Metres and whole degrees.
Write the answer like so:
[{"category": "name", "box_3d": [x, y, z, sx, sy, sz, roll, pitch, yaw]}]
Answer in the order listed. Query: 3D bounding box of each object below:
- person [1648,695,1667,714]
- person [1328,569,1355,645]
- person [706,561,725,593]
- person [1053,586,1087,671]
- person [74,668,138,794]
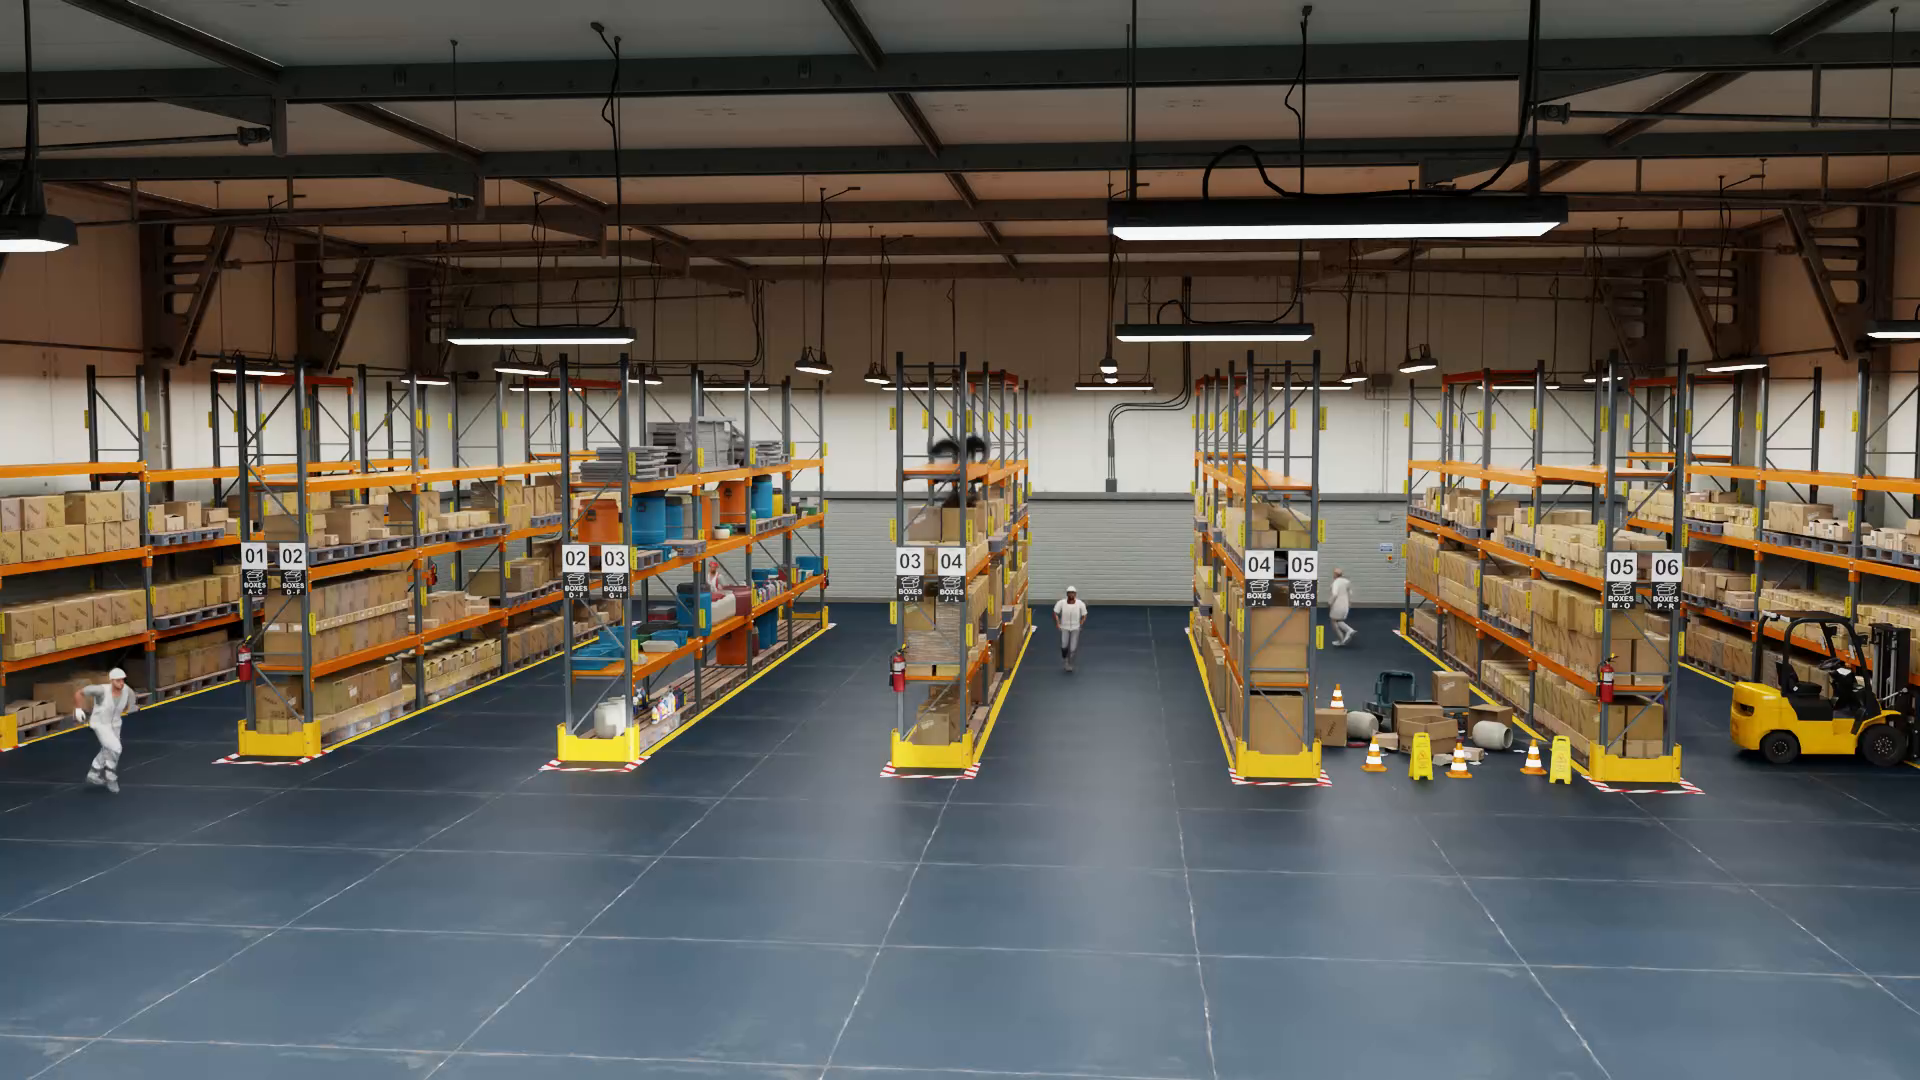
[{"category": "person", "box_3d": [11.695, 2.297, 28.251, 0.589, 1.455, 1.080, -1, 4, -17]}, {"category": "person", "box_3d": [8.576, 1.555, 37.174, 0.703, 1.636, 0.648, -3, 5, -33]}, {"category": "person", "box_3d": [-5.722, 1.375, 38.435, 0.641, 1.798, 0.819, 0, 4, 7]}, {"category": "person", "box_3d": [2.197, 1.778, 33.118, 0.675, 1.724, 0.567, 0, 4, 2]}, {"category": "person", "box_3d": [-11.520, 2.561, 22.421, 0.993, 1.705, 0.702, 3, 5, 32]}]
